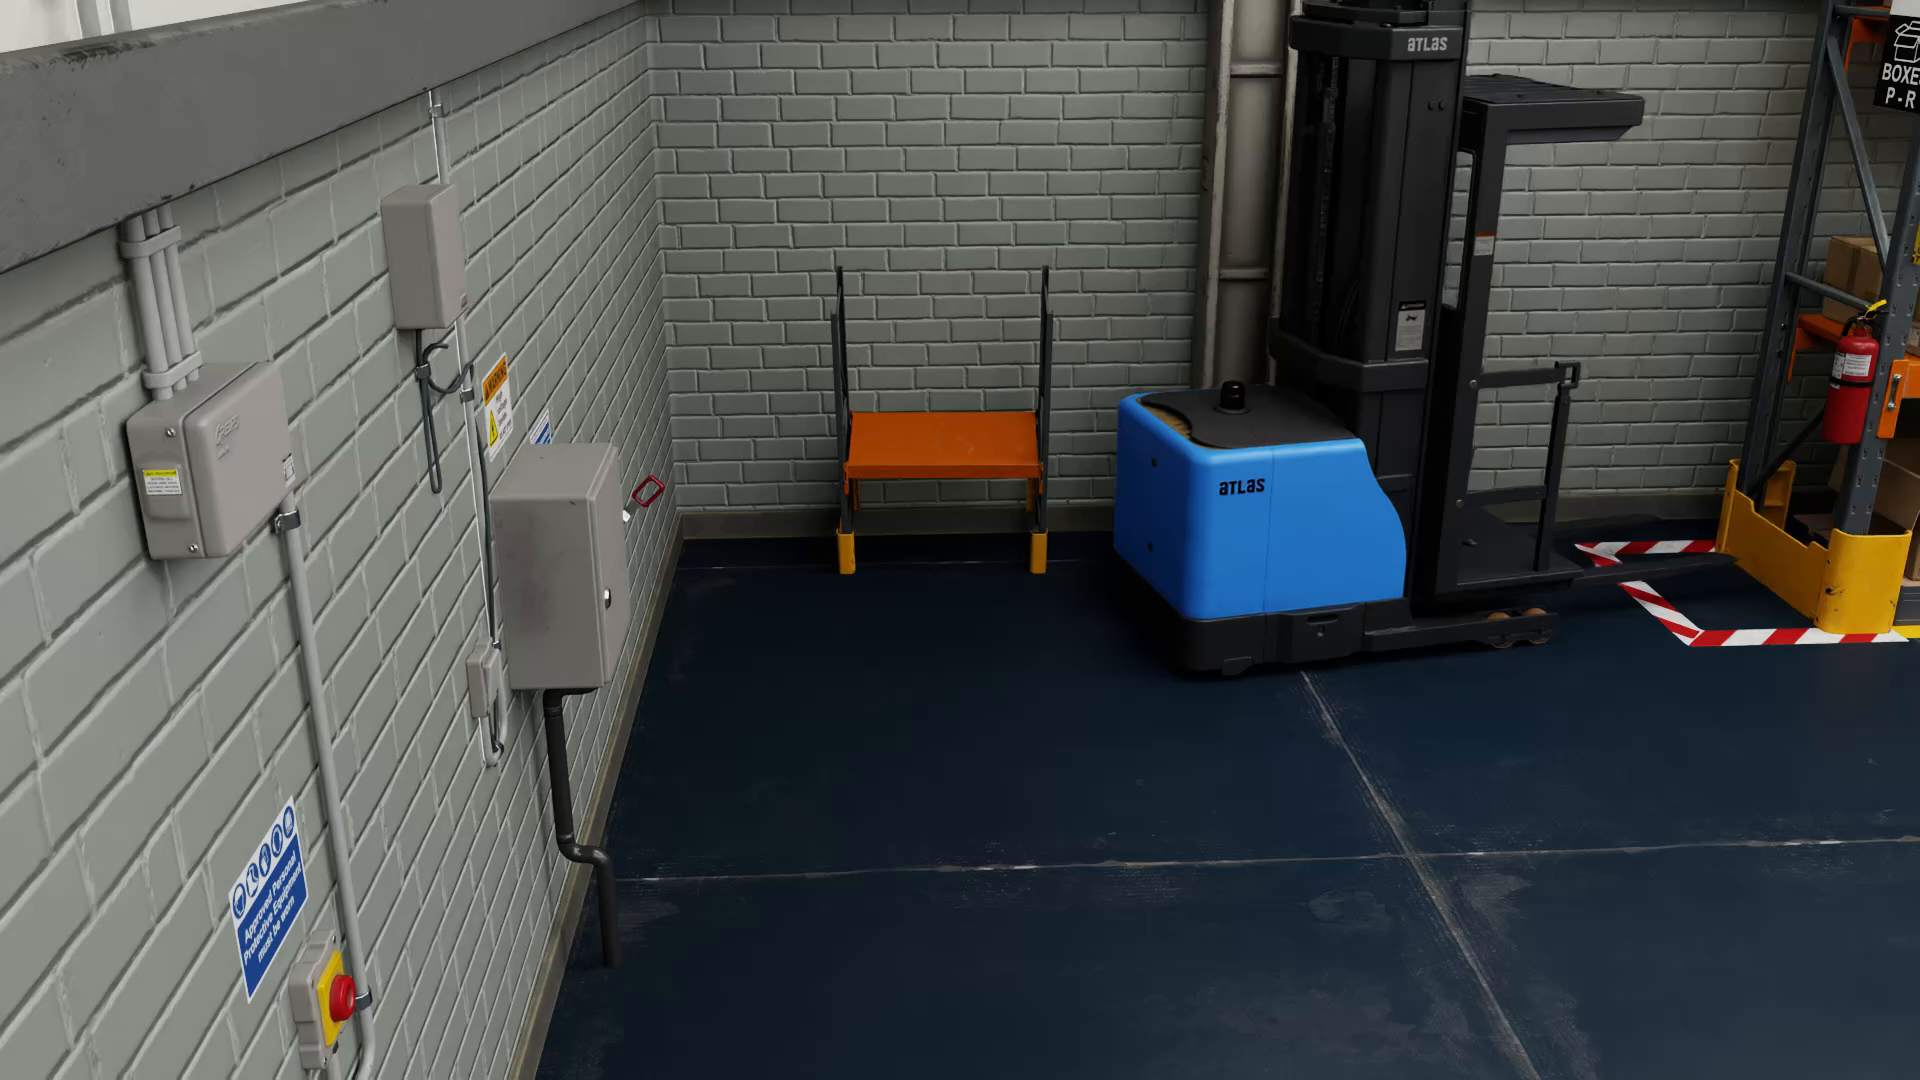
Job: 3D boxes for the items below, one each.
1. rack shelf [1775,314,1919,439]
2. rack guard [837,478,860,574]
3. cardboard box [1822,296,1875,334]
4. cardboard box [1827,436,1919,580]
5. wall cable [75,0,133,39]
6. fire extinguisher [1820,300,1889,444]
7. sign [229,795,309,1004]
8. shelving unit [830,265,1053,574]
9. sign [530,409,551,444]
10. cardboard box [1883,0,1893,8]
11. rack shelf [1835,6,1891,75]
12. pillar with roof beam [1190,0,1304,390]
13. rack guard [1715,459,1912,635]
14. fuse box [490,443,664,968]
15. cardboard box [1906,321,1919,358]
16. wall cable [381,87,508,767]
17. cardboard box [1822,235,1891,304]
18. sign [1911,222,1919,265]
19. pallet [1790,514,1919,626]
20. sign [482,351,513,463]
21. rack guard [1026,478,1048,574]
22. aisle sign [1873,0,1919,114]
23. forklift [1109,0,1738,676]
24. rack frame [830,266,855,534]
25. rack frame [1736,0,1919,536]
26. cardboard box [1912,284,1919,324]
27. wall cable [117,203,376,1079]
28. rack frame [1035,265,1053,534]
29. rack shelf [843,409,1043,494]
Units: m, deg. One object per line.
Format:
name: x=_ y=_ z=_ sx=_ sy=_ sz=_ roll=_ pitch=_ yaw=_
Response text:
rack shelf: x=6.196 y=-0.863 z=8.183 sx=4.000 sy=0.370 sz=1.077 roll=-1 pitch=21 yaw=-3
rack guard: x=-0.590 y=-0.097 z=8.818 sx=0.087 sy=0.250 sz=0.587 roll=0 pitch=36 yaw=0
cardboard box: x=4.514 y=-1.143 z=8.261 sx=0.250 sy=0.149 sz=0.380 roll=-1 pitch=21 yaw=-4
cardboard box: x=4.815 y=-0.167 z=8.262 sx=0.637 sy=0.503 sz=0.797 roll=-2 pitch=21 yaw=-5
wall cable: x=-1.177 y=-1.983 z=1.683 sx=0.029 sy=3.000 sz=0.463 roll=-1 pitch=21 yaw=-3
fire extinguisher: x=4.078 y=-0.781 z=7.589 sx=0.183 sy=0.674 sz=0.296 roll=-1 pitch=21 yaw=-3
sign: x=-1.201 y=0.620 z=2.898 sx=0.001 sy=0.218 sz=0.327 roll=-1 pitch=21 yaw=-3
shelving unit: x=-0.093 y=-0.603 z=8.451 sx=1.083 sy=1.500 sz=0.587 roll=0 pitch=36 yaw=0
sign: x=-1.352 y=-0.149 z=5.429 sx=0.001 sy=0.494 sz=0.329 roll=-1 pitch=21 yaw=-3
cardboard box: x=4.505 y=-2.532 z=7.692 sx=0.250 sy=0.149 sz=0.380 roll=-1 pitch=21 yaw=-2
rack shelf: x=6.196 y=-2.265 z=7.649 sx=4.000 sy=0.370 sz=1.077 roll=-1 pitch=21 yaw=-3
pillar with roof beam: x=1.701 y=-2.698 z=3.561 sx=0.400 sy=9.000 sz=9.100 roll=-1 pitch=21 yaw=-3
rack guard: x=4.275 y=0.008 z=8.397 sx=0.348 sy=0.500 sz=1.175 roll=-1 pitch=21 yaw=-3
fuse box: x=-1.117 y=0.580 z=5.192 sx=0.414 sy=1.711 sz=0.539 roll=-1 pitch=21 yaw=-3
cardboard box: x=4.543 y=-0.950 z=7.754 sx=0.250 sy=0.149 sz=0.380 roll=-1 pitch=21 yaw=-3
wall cable: x=-1.235 y=-0.251 z=4.136 sx=0.122 sy=1.984 sz=0.588 roll=-1 pitch=21 yaw=-3
cardboard box: x=4.643 y=-1.331 z=8.194 sx=0.500 sy=0.250 sz=0.500 roll=-1 pitch=21 yaw=-1
sign: x=4.230 y=-1.370 z=7.288 sx=0.005 sy=0.325 sz=0.100 roll=-1 pitch=21 yaw=-3
pallet: x=5.071 y=0.127 z=8.492 sx=1.213 sy=0.211 sz=1.003 roll=-1 pitch=21 yaw=-3
sign: x=-1.320 y=-0.384 z=4.753 sx=0.001 sy=0.242 sz=0.339 roll=-1 pitch=21 yaw=-3
rack guard: x=0.406 y=-0.099 z=8.819 sx=0.087 sy=0.250 sz=0.587 roll=0 pitch=36 yaw=0
aisle sign: x=4.147 y=-2.268 z=7.208 sx=0.004 sy=0.787 sz=0.394 roll=-1 pitch=21 yaw=-3
forklift: x=2.313 y=-1.036 z=7.722 sx=3.031 sy=2.935 sz=1.130 roll=-6 pitch=22 yaw=-14
rack frame: x=-0.593 y=-0.602 z=8.450 sx=0.032 sy=1.500 sz=0.500 roll=0 pitch=36 yaw=0
rack frame: x=4.199 y=-1.159 z=7.948 sx=0.127 sy=3.000 sz=1.000 roll=-1 pitch=21 yaw=-3
cardboard box: x=4.667 y=-1.141 z=7.695 sx=0.500 sy=0.250 sz=0.500 roll=-1 pitch=21 yaw=-3
wall cable: x=-1.142 y=0.238 z=2.808 sx=0.123 sy=1.953 sz=0.585 roll=-1 pitch=21 yaw=-3
rack frame: x=0.424 y=-0.604 z=8.451 sx=0.032 sy=1.500 sz=0.500 roll=0 pitch=36 yaw=0
rack shelf: x=-0.084 y=-0.458 z=8.557 sx=1.000 sy=0.185 sz=0.538 roll=0 pitch=36 yaw=0
